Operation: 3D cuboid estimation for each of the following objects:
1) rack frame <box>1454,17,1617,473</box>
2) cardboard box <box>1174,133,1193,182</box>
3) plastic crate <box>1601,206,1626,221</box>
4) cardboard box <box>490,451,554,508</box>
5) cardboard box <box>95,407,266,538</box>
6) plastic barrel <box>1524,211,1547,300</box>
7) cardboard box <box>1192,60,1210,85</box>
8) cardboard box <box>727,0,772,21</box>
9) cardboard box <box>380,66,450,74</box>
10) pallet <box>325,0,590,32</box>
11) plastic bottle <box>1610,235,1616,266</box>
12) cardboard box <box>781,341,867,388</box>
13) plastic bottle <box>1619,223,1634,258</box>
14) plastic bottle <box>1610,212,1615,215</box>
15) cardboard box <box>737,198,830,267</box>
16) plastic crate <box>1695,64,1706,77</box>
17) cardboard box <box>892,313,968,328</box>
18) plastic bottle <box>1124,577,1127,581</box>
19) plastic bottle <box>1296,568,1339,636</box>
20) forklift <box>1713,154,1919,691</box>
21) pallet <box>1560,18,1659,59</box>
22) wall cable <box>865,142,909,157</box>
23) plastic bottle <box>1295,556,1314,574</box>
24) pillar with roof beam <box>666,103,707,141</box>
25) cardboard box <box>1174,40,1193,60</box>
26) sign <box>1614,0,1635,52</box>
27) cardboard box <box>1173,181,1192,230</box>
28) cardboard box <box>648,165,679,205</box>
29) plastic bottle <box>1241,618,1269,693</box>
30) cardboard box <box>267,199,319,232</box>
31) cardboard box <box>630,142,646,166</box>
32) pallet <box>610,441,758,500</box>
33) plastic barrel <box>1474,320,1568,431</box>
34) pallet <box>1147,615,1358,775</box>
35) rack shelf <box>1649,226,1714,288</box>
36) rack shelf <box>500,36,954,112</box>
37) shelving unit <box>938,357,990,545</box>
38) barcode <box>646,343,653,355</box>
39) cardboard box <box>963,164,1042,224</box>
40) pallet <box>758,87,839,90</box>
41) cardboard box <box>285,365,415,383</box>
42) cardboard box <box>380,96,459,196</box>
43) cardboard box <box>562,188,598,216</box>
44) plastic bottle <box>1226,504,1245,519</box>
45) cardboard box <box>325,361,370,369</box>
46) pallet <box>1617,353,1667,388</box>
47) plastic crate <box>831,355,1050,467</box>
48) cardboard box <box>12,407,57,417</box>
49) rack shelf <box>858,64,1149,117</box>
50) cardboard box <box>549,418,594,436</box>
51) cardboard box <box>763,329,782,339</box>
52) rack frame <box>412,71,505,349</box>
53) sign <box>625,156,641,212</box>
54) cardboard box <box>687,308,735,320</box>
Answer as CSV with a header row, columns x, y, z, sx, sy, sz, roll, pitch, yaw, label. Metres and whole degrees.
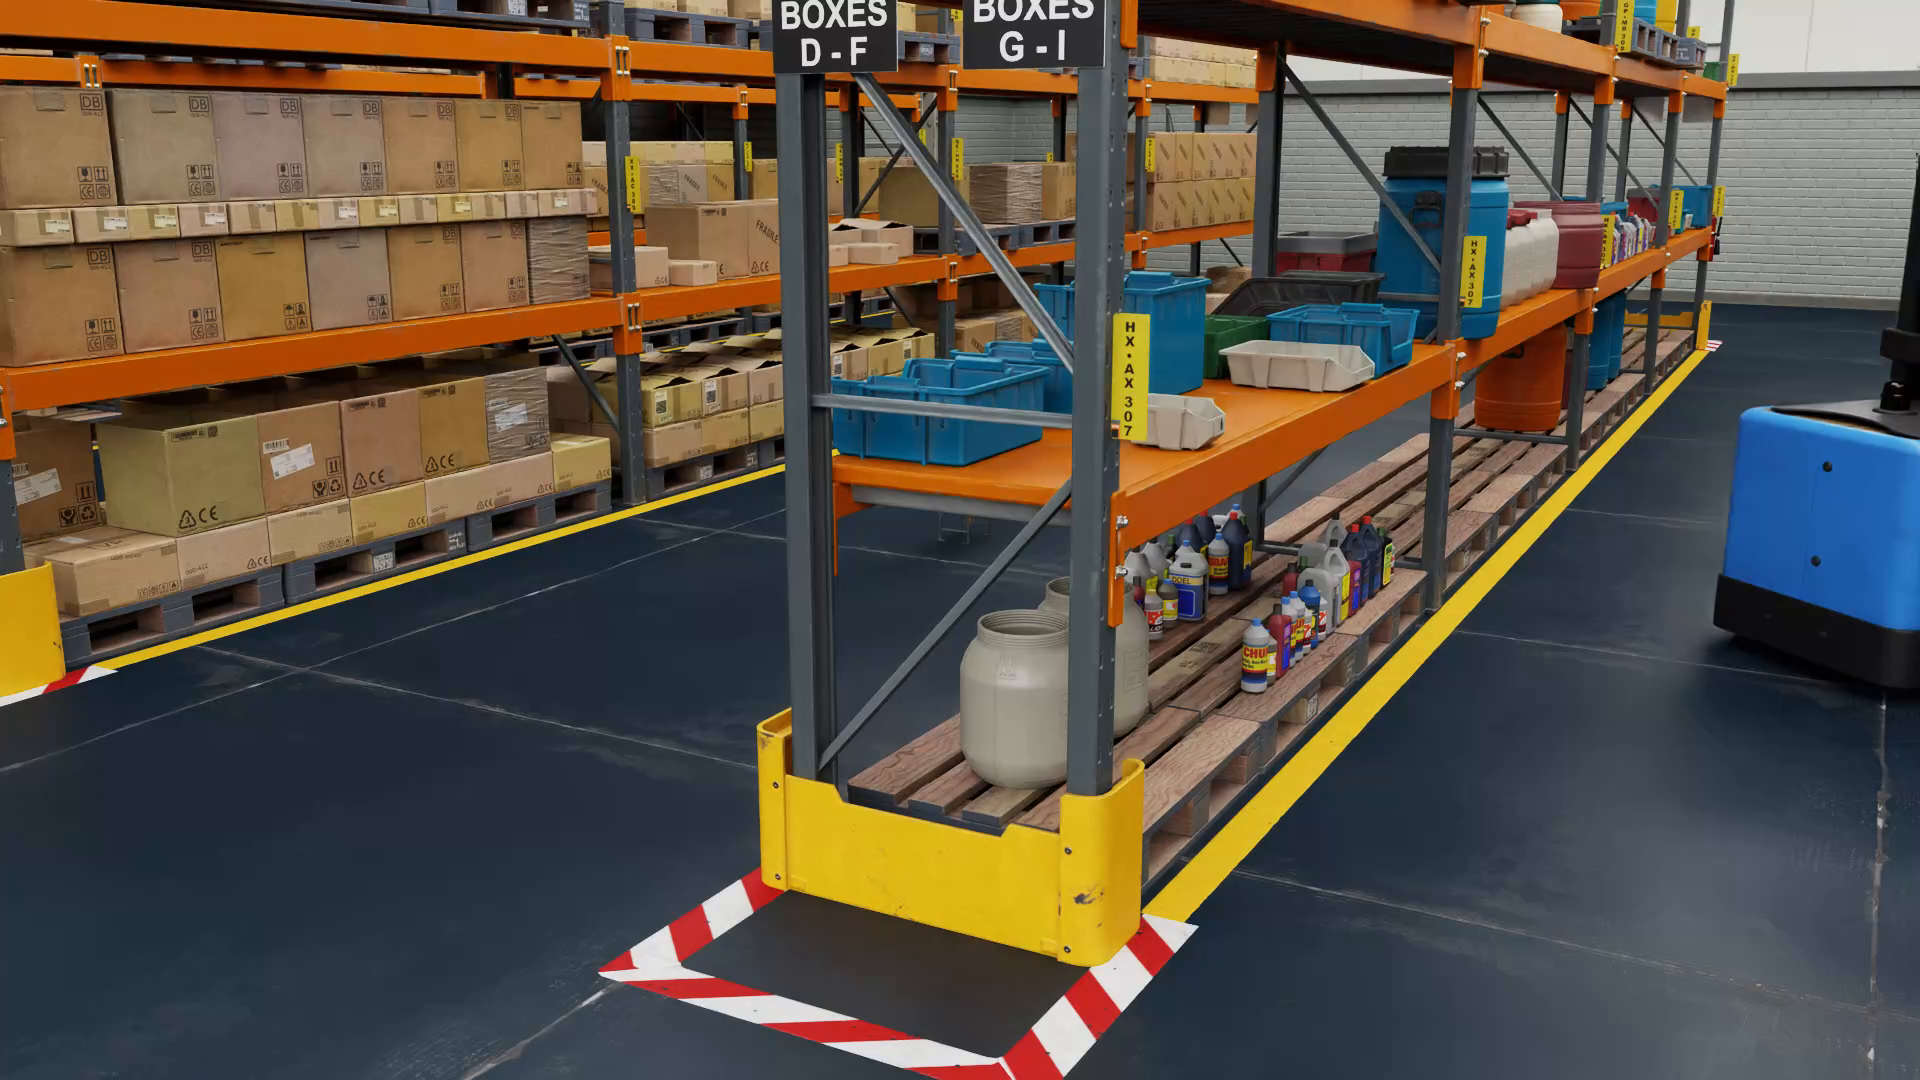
x,y,z,sx,sy,sz,roll,pitch,yaw,label
3.826,-1.989,11.385,1.000,3.000,0.127,7,15,28,rack frame
2.149,-4.077,17.699,0.500,0.500,0.500,7,15,26,cardboard box
6.650,-3.295,17.030,0.416,0.233,0.300,7,15,28,plastic crate
-2.725,-0.377,9.667,0.500,0.250,0.500,7,15,28,cardboard box
-3.681,-0.330,7.871,0.500,0.500,0.500,7,15,28,cardboard box
3.312,-1.722,10.037,0.421,0.512,0.421,0,14,0,plastic barrel
2.366,-5.034,17.932,0.500,0.250,0.500,7,15,28,cardboard box
-1.464,-3.705,11.527,0.500,0.250,0.500,6,15,23,cardboard box
-4.958,-4.358,14.958,0.500,0.311,0.500,7,15,28,cardboard box
-2.831,-2.968,9.233,1.003,0.211,1.213,7,15,28,pallet
4.917,-2.217,12.577,0.061,0.283,0.133,7,15,28,plastic bottle
-1.038,-1.345,12.488,0.500,0.311,0.500,7,15,28,cardboard box
5.367,-2.426,13.462,0.152,0.276,0.135,7,15,28,plastic bottle
5.387,-2.539,13.769,0.144,0.351,0.185,7,15,28,plastic bottle
-1.305,-2.254,12.269,0.500,0.500,0.500,6,15,25,cardboard box
6.912,-4.509,15.997,0.437,0.136,0.530,7,15,28,plastic crate
-0.261,-1.768,14.864,0.500,0.500,0.500,8,16,30,cardboard box
0.609,0.287,6.815,0.152,0.276,0.135,8,15,28,plastic bottle
1.503,0.245,6.990,0.152,0.276,0.135,8,16,29,plastic bottle
5.024,-0.977,7.333,3.031,2.935,1.130,-5,14,-18,forklift
4.282,-3.502,11.660,1.003,0.211,1.213,7,15,28,pallet
-1.188,-5.617,24.264,0.084,1.984,1.851,7,15,28,wall cable
1.483,0.202,7.152,0.061,0.283,0.133,7,15,28,plastic bottle
0.437,-6.603,17.721,9.100,9.000,0.400,7,15,28,pillar with roof beam
2.118,-5.175,17.451,0.500,0.250,0.500,7,15,28,cardboard box
4.311,-3.336,10.793,0.100,0.325,0.005,7,15,28,sign
2.155,-3.600,17.851,0.500,0.500,0.500,8,16,29,cardboard box
-3.403,-3.804,18.022,0.500,0.500,0.500,7,15,28,cardboard box
1.108,0.428,6.242,0.097,0.271,0.097,0,14,0,plastic bottle
-3.376,-1.594,8.150,0.380,0.149,0.250,7,15,27,cardboard box
-3.662,-4.062,17.492,0.500,0.250,0.500,7,15,27,cardboard box
-2.120,-0.531,11.284,1.003,0.211,1.213,7,15,28,pallet
4.048,-1.241,12.014,0.600,0.830,0.708,7,15,28,plastic barrel
0.943,0.571,6.714,1.003,0.211,1.213,7,15,28,pallet
6.727,-2.871,16.575,1.077,0.370,4.000,7,15,28,rack shelf
-1.475,-3.249,11.747,1.077,0.370,4.000,7,15,28,rack shelf
0.026,-0.521,9.456,0.215,1.050,0.252,7,15,28,shelving unit
-1.954,-1.201,10.462,0.001,0.075,0.075,7,15,28,barcode
0.307,-3.112,14.932,0.700,0.500,0.500,11,17,38,cardboard box
-1.917,-5.764,20.829,1.003,0.211,1.213,7,15,28,pallet
-3.423,-0.698,9.398,0.500,0.500,0.500,7,15,28,cardboard box
-3.136,-2.112,8.911,0.700,0.500,0.500,7,15,28,cardboard box
-2.386,-2.015,9.892,0.380,0.149,0.250,7,15,28,cardboard box
1.355,-0.040,8.184,0.097,0.271,0.097,0,14,0,plastic bottle
-5.715,-1.759,14.825,0.700,0.500,0.500,7,15,28,cardboard box
6.082,-1.610,15.760,1.003,0.211,1.213,7,15,28,pallet
-0.061,-0.412,5.161,0.499,0.251,0.616,7,15,28,plastic crate
-7.012,-1.014,12.448,0.380,0.166,0.250,5,15,21,cardboard box
0.459,-4.070,15.151,1.077,0.370,4.000,7,15,28,rack shelf
-2.495,-0.716,11.074,0.500,0.250,0.500,7,15,27,cardboard box
-1.265,-1.508,13.165,0.500,0.311,0.500,7,15,27,cardboard box
-4.846,-3.112,16.041,1.000,3.000,0.127,7,15,28,rack frame
-1.955,-2.127,9.942,0.100,0.325,0.005,7,15,28,sign
-3.113,-2.943,19.033,0.750,0.750,0.750,8,15,29,cardboard box
